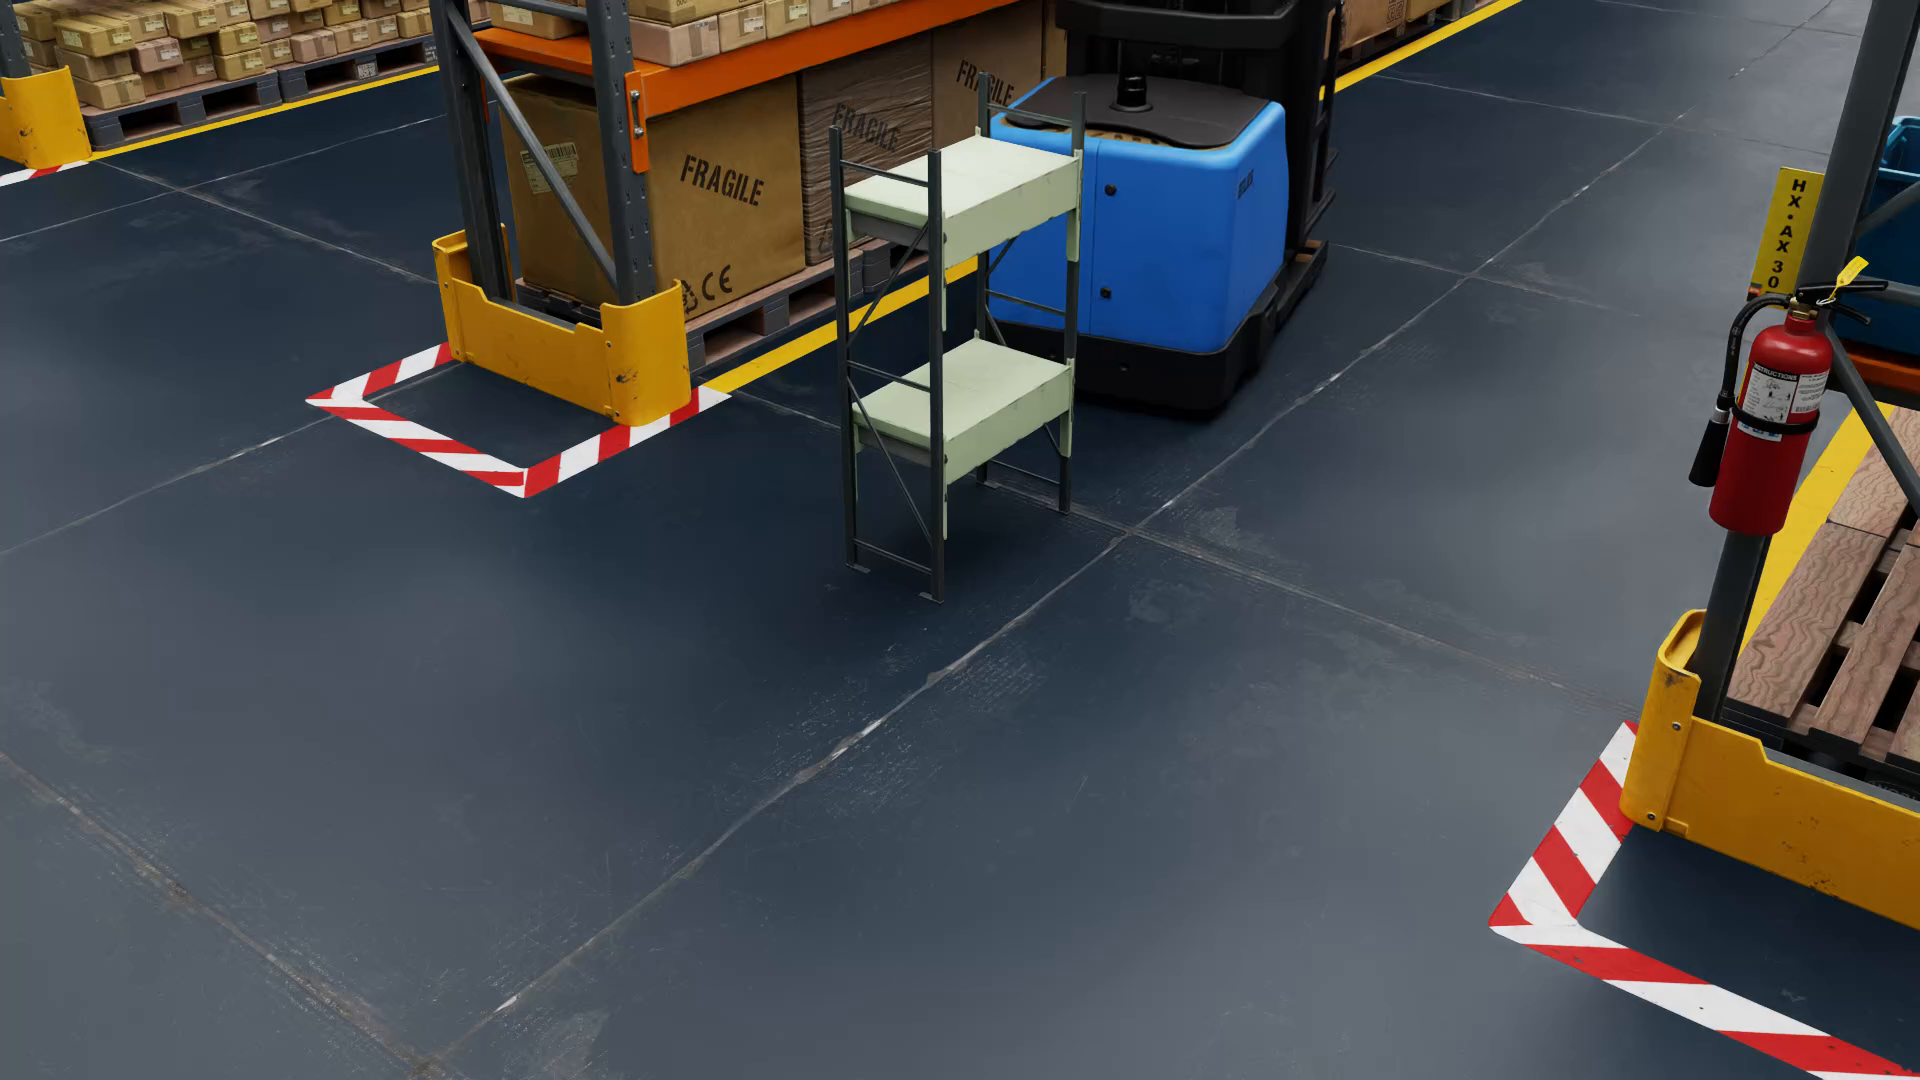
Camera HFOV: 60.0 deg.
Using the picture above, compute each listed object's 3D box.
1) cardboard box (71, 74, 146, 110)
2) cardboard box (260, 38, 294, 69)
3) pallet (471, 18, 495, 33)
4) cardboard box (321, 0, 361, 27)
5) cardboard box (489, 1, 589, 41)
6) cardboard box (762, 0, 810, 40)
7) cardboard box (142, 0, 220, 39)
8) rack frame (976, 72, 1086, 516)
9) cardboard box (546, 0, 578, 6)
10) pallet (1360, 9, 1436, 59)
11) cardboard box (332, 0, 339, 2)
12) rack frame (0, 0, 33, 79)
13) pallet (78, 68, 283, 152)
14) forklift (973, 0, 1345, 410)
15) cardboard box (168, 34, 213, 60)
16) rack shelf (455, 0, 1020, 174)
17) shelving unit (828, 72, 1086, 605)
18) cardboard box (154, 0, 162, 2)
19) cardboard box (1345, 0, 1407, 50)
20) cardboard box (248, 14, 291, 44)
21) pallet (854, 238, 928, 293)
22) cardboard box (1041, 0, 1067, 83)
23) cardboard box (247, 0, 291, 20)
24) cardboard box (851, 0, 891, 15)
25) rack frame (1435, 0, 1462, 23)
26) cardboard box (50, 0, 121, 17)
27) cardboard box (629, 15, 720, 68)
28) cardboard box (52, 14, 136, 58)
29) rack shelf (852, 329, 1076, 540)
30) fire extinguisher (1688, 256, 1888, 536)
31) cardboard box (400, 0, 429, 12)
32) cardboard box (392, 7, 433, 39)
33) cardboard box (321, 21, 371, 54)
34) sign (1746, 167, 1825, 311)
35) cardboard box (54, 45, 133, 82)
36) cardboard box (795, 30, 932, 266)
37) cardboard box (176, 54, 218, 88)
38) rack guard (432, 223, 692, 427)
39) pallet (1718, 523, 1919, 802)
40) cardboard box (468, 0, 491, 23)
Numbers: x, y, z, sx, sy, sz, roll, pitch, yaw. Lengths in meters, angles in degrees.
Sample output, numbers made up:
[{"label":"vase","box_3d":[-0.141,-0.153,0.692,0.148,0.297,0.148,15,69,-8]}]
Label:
[{"label":"cardboard box","box_3d":[-4.932,-2.614,9.603,0.380,0.149,0.250,22,37,32]},{"label":"cardboard box","box_3d":[-4.375,-3.052,10.342,0.380,0.149,0.250,21,37,31]},{"label":"pallet","box_3d":[-3.466,-3.688,11.766,1.003,0.211,1.213,21,37,31]},{"label":"cardboard box","box_3d":[-4.067,-3.420,10.671,0.380,0.149,0.250,23,38,33]},{"label":"cardboard box","box_3d":[-1.657,-2.116,6.624,0.380,0.149,0.250,22,37,32]},{"label":"cardboard box","box_3d":[-0.825,-2.121,6.634,0.380,0.149,0.250,20,36,30]},{"label":"cardboard box","box_3d":[-4.591,-3.076,9.799,0.380,0.149,0.250,21,37,31]},{"label":"rack frame","box_3d":[0.225,-0.797,5.623,0.400,1.500,0.023,21,37,31]},{"label":"cardboard box","box_3d":[-1.529,-2.320,6.578,0.500,0.250,0.500,20,36,31]},{"label":"pallet","box_3d":[2.683,-3.733,11.841,1.003,0.211,1.213,21,37,31]},{"label":"cardboard box","box_3d":[-4.062,-3.537,10.576,0.380,0.149,0.250,21,37,31]},{"label":"rack frame","box_3d":[-5.503,-3.545,8.790,1.000,3.000,0.127,21,37,31]},{"label":"pallet","box_3d":[-4.939,-2.696,10.092,1.003,0.211,1.213,21,37,31]},{"label":"forklift","box_3d":[1.096,-2.499,7.092,1.130,2.935,3.031,12,33,20]},{"label":"cardboard box","box_3d":[-4.695,-2.982,9.933,0.380,0.149,0.250,22,37,32]},{"label":"rack shelf","box_3d":[-0.403,-2.481,7.700,1.077,0.370,4.000,21,37,31]},{"label":"shelving unit","box_3d":[0.004,-0.648,5.372,0.431,1.500,0.755,21,37,31]},{"label":"cardboard box","box_3d":[-4.926,-3.363,10.284,0.380,0.149,0.250,20,36,29]},{"label":"cardboard box","box_3d":[2.242,-3.862,10.997,1.225,0.875,0.875,21,37,31]},{"label":"cardboard box","box_3d":[-4.369,-3.190,10.283,0.380,0.149,0.250,19,36,29]},{"label":"pallet","box_3d":[-0.453,-1.621,8.278,1.003,0.211,1.213,21,37,31]},{"label":"cardboard box","box_3d":[0.342,-2.627,8.912,0.875,0.875,0.875,21,37,31]},{"label":"cardboard box","box_3d":[-4.333,-3.312,10.197,0.380,0.149,0.250,23,37,33]},{"label":"cardboard box","box_3d":[-0.514,-2.331,6.987,0.380,0.149,0.250,20,36,30]},{"label":"rack frame","box_3d":[3.219,-5.230,11.632,1.000,3.000,0.127,21,37,31]},{"label":"cardboard box","box_3d":[-5.188,-3.133,9.896,0.380,0.149,0.250,22,37,32]},{"label":"cardboard box","box_3d":[-1.133,-1.913,6.281,0.380,0.149,0.250,22,37,32]},{"label":"cardboard box","box_3d":[-4.916,-2.864,9.441,0.380,0.149,0.250,19,36,29]},{"label":"rack shelf","box_3d":[0.004,-0.367,5.538,0.431,0.370,0.720,21,37,31]},{"label":"fire extinguisher","box_3d":[1.886,-0.338,3.820,0.296,0.674,0.183,21,37,31]},{"label":"cardboard box","box_3d":[-3.694,-3.618,11.005,0.380,0.149,0.250,22,37,32]},{"label":"cardboard box","box_3d":[-3.678,-3.441,10.998,0.380,0.149,0.250,21,37,31]},{"label":"cardboard box","box_3d":[-4.009,-3.247,10.671,0.380,0.149,0.250,21,37,31]},{"label":"sign","box_3d":[1.891,-0.686,3.806,0.100,0.325,0.005,21,37,31]},{"label":"cardboard box","box_3d":[-4.982,-2.762,9.560,0.380,0.149,0.250,23,38,33]},{"label":"cardboard box","box_3d":[-0.738,-1.899,7.684,0.875,0.875,0.875,21,37,31]},{"label":"cardboard box","box_3d":[-4.695,-2.849,9.999,0.380,0.149,0.250,22,37,32]},{"label":"rack guard","box_3d":[-1.624,-0.893,6.766,1.175,0.500,0.348,21,37,31]},{"label":"pallet","box_3d":[2.868,0.423,4.830,1.003,0.211,1.213,21,37,31]},{"label":"cardboard box","box_3d":[-3.385,-3.654,11.358,0.380,0.149,0.250,20,36,30]}]
